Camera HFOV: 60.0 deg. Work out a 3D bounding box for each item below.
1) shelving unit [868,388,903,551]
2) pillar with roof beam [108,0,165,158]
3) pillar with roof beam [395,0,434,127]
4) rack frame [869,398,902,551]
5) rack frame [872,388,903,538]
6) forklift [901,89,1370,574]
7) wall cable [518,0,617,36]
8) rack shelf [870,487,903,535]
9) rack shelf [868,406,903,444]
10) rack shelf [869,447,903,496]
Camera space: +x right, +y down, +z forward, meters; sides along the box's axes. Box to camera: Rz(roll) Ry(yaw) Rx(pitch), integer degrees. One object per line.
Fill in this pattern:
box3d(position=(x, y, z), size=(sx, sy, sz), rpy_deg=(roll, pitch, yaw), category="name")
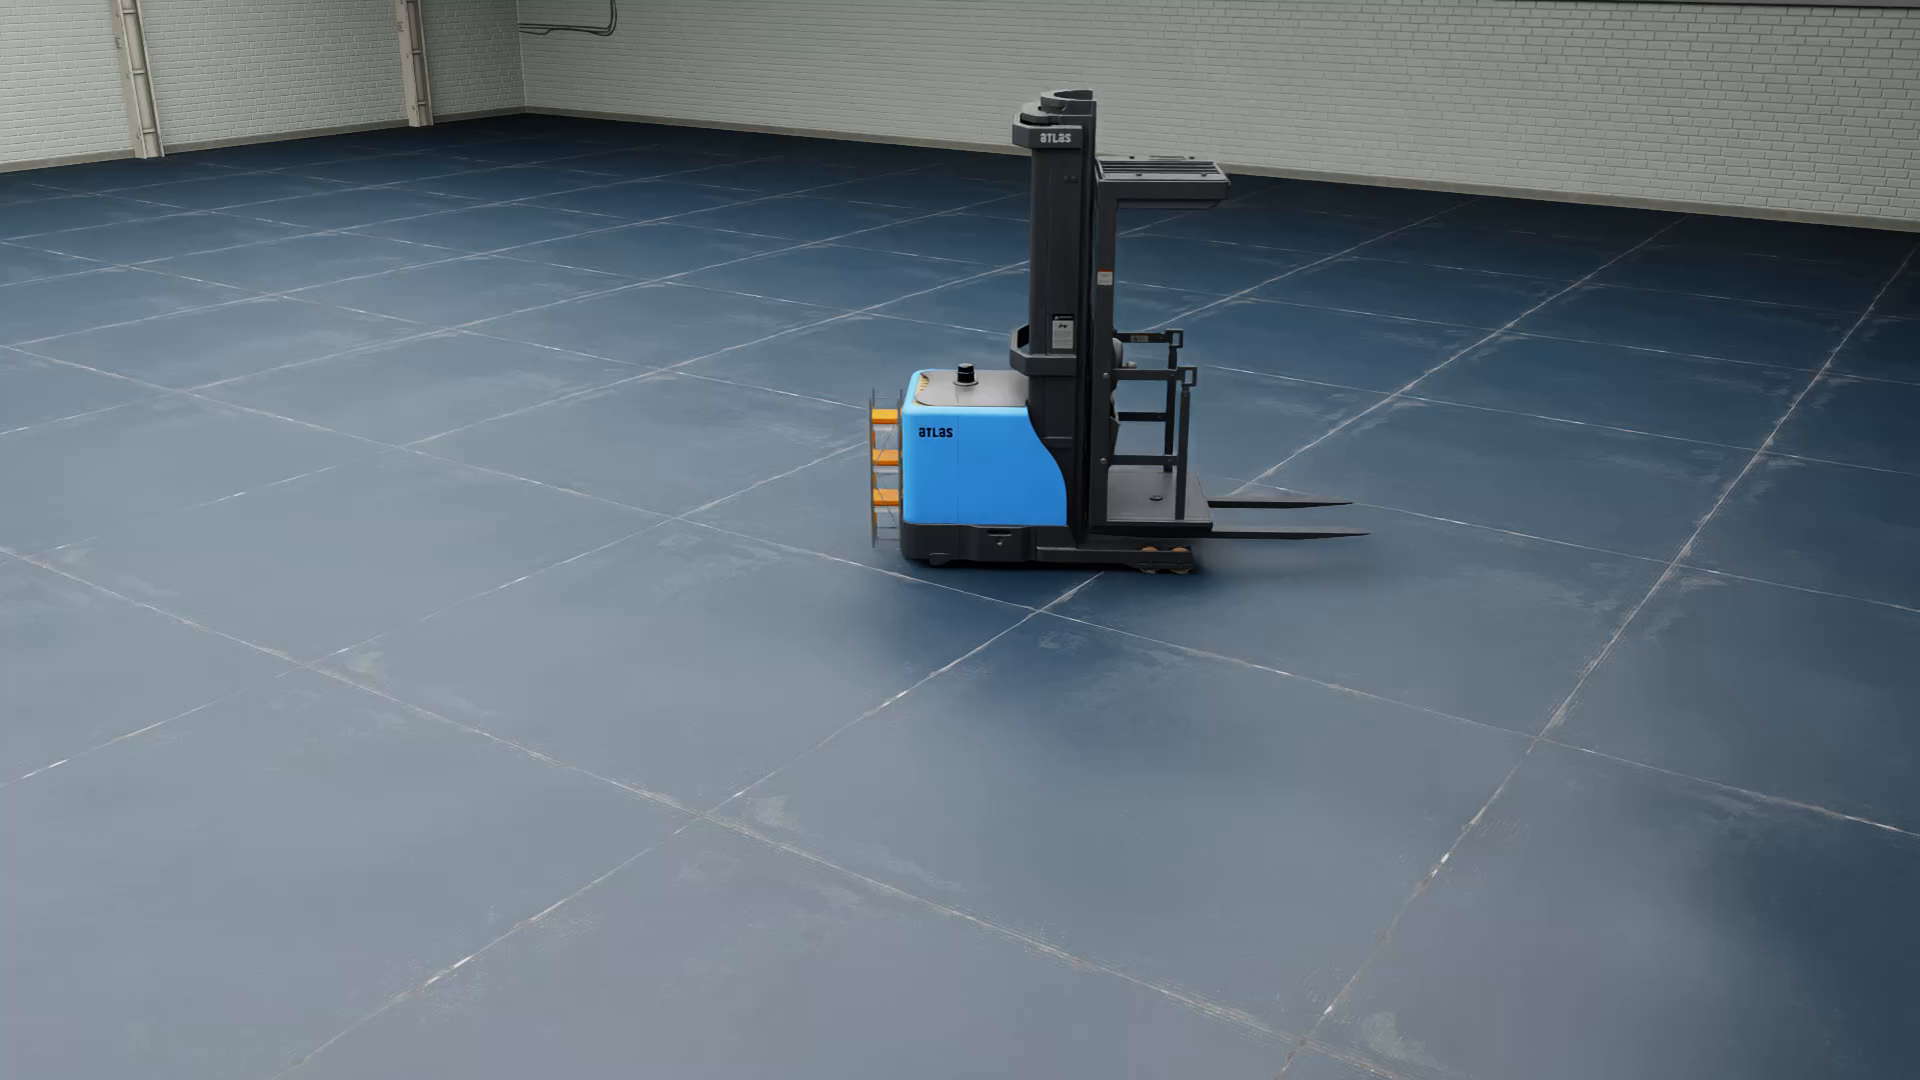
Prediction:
box3d(position=(-0.483, -0.466, 11.012), size=(0.215, 1.050, 0.252), rpy_deg=(1, 20, 1), category="shelving unit")
box3d(position=(-11.010, -10.275, 26.071), size=(9.100, 9.000, 0.400), rpy_deg=(13, 24, 32), category="pillar with roof beam")
box3d(position=(-7.637, -11.996, 30.725), size=(9.100, 9.000, 0.400), rpy_deg=(13, 24, 32), category="pillar with roof beam")
box3d(position=(-0.486, -0.424, 10.898), size=(0.200, 1.050, 0.008), rpy_deg=(1, 20, 1), category="rack frame")
box3d(position=(-0.480, -0.509, 11.127), size=(0.200, 1.050, 0.008), rpy_deg=(1, 20, 1), category="rack frame")
box3d(position=(1.153, -1.346, 10.679), size=(3.031, 2.935, 1.130), rpy_deg=(1, 20, 2), category="forklift")
box3d(position=(-8.448, -11.967, 35.121), size=(3.097, 2.526, 0.112), rpy_deg=(13, 24, 32), category="wall cable")
box3d(position=(-0.483, -0.196, 11.112), size=(0.215, 0.259, 0.240), rpy_deg=(1, 20, 1), category="rack shelf")
box3d(position=(-0.483, -0.723, 10.918), size=(0.215, 0.259, 0.240), rpy_deg=(1, 20, 1), category="rack shelf")
box3d(position=(-0.483, -0.456, 11.016), size=(0.215, 0.259, 0.240), rpy_deg=(1, 20, 1), category="rack shelf")
